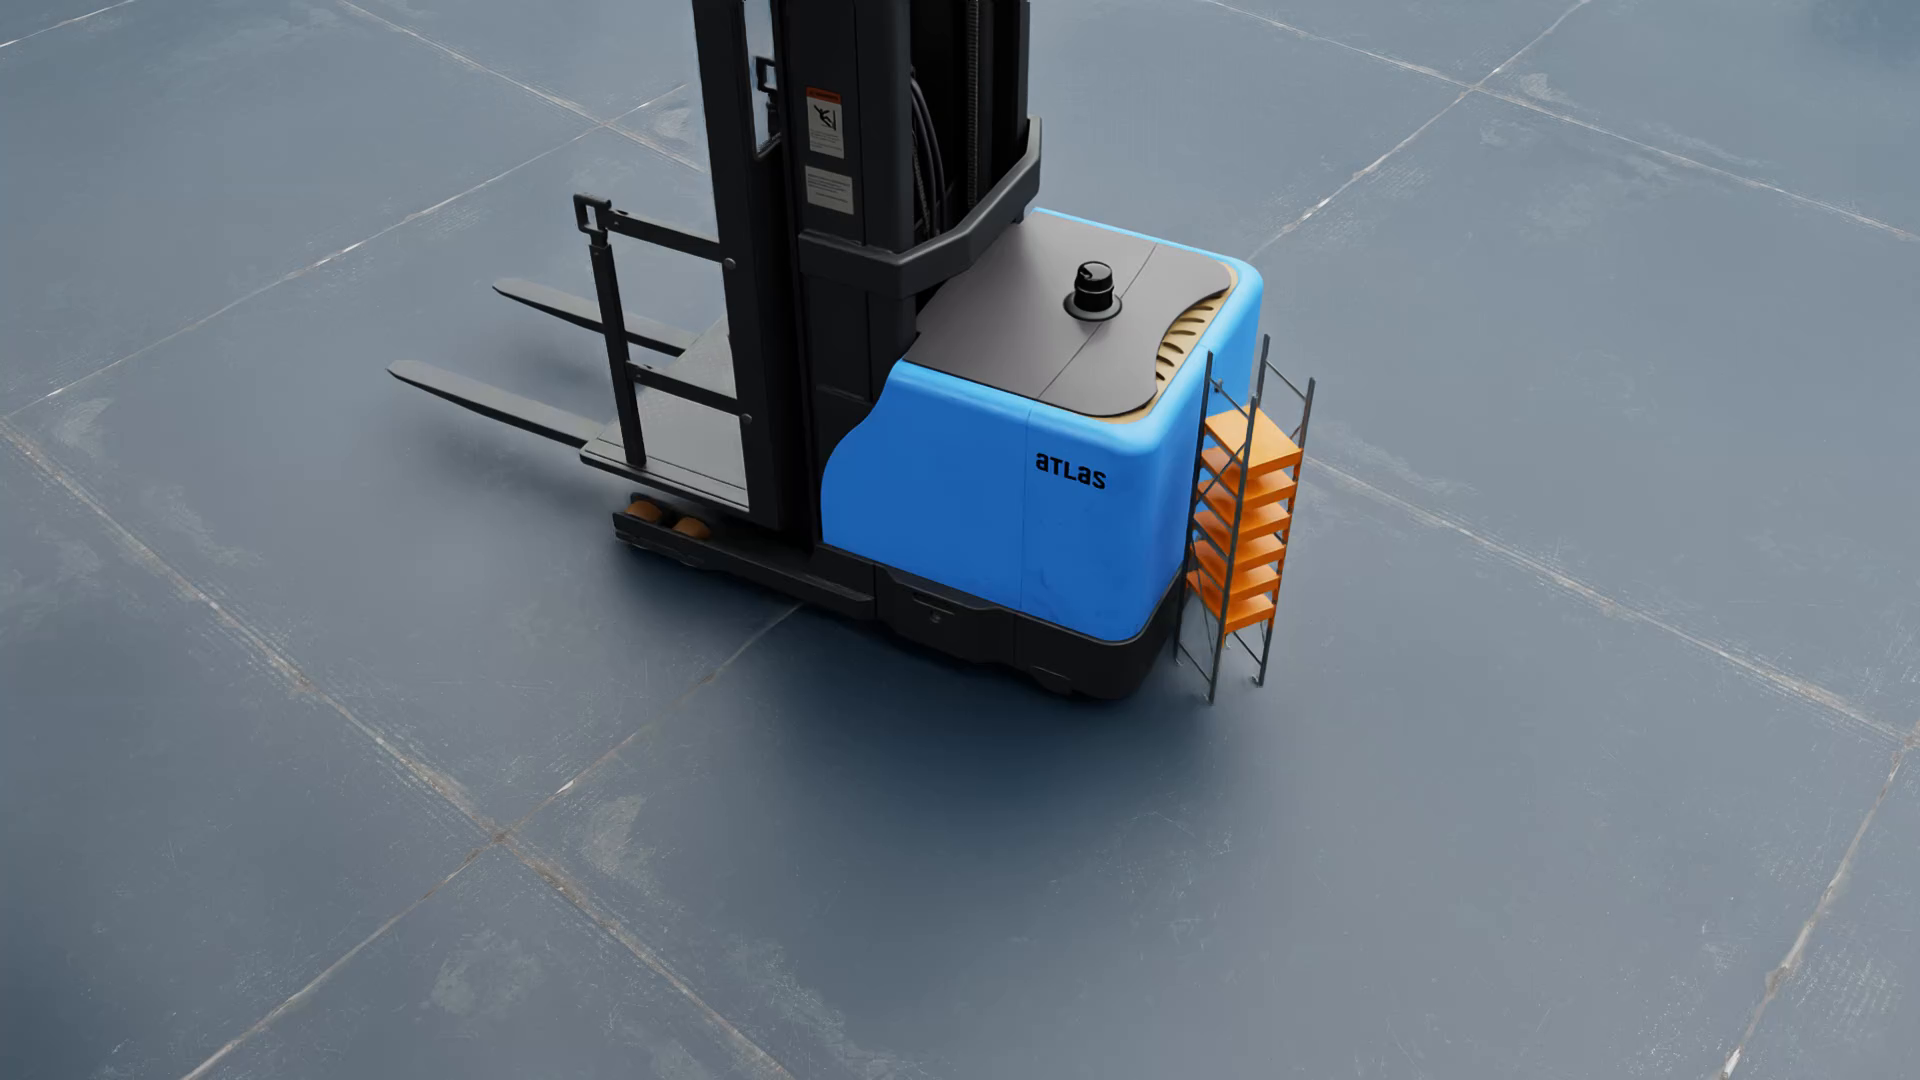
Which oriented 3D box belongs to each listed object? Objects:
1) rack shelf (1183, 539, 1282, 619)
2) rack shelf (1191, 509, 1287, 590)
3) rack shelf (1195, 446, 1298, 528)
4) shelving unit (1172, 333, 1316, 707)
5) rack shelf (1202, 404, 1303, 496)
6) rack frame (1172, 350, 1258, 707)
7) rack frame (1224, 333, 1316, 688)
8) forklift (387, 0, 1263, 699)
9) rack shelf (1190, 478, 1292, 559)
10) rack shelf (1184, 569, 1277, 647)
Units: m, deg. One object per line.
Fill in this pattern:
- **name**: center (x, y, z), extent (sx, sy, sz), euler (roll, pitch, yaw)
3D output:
- **rack shelf**: center (0.815, 0.096, 4.996), extent (0.180, 0.103, 0.258), euler (-18, 45, -19)
- **rack shelf**: center (0.815, 0.007, 4.916), extent (0.180, 0.103, 0.258), euler (-18, 45, -19)
- **rack shelf**: center (0.814, -0.172, 4.755), extent (0.180, 0.103, 0.258), euler (-18, 45, -19)
- **shelving unit**: center (0.815, -0.026, 4.886), extent (0.189, 1.200, 0.258), euler (-18, 45, -19)
- **rack shelf**: center (0.813, -0.261, 4.675), extent (0.180, 0.103, 0.258), euler (-18, 45, -19)
- **rack frame**: center (0.732, 0.000, 4.857), extent (0.006, 1.200, 0.240), euler (-18, 45, -19)
- **rack frame**: center (0.897, -0.053, 4.915), extent (0.006, 1.200, 0.240), euler (-18, 45, -19)
- **forklift**: center (-0.609, -1.291, 4.991), extent (3.031, 2.935, 1.130), euler (19, 46, 19)
- **rack shelf**: center (0.814, -0.083, 4.835), extent (0.180, 0.103, 0.258), euler (-18, 45, -19)
- **rack shelf**: center (0.816, 0.185, 5.076), extent (0.180, 0.103, 0.258), euler (-18, 45, -19)
